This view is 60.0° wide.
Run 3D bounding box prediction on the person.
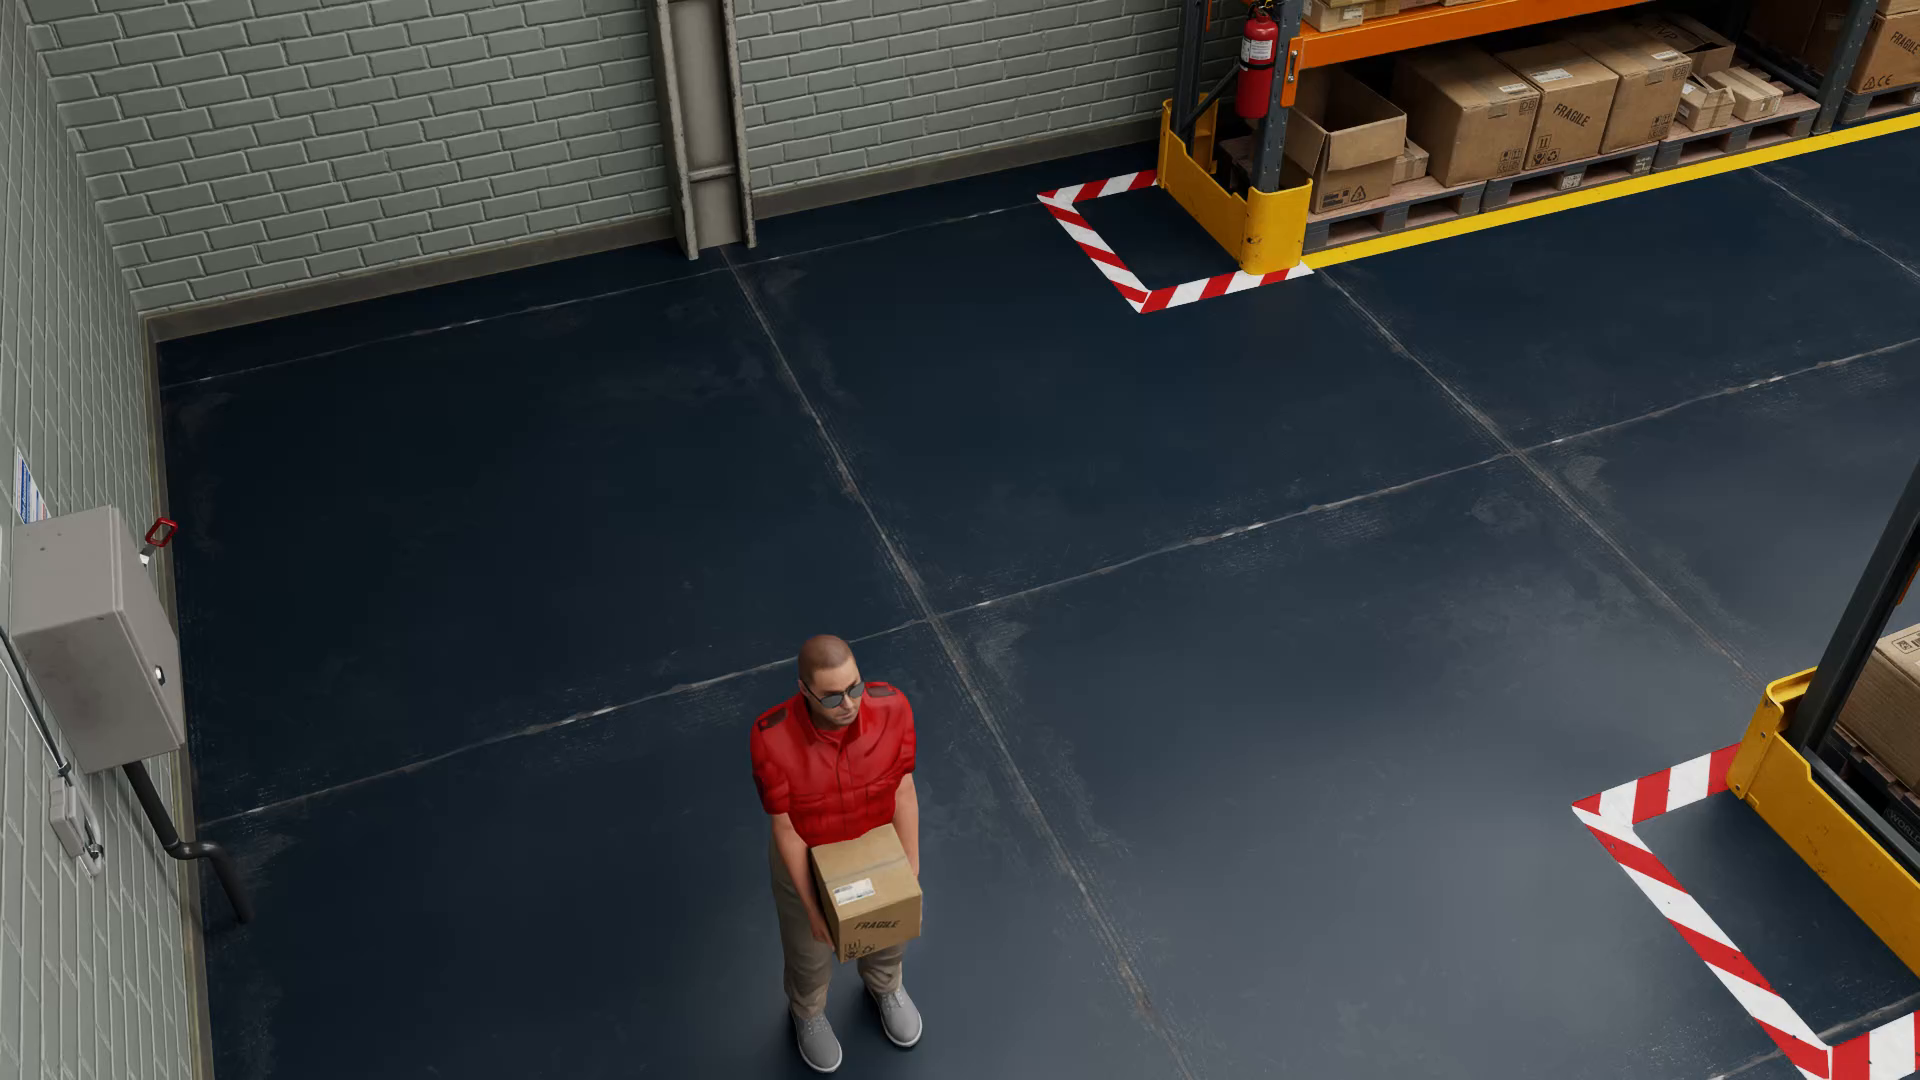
[{"bbox_3d":[-0.322,1.018,5.029,0.490,1.722,0.540,-15,44,-16],"label":"person"}]
